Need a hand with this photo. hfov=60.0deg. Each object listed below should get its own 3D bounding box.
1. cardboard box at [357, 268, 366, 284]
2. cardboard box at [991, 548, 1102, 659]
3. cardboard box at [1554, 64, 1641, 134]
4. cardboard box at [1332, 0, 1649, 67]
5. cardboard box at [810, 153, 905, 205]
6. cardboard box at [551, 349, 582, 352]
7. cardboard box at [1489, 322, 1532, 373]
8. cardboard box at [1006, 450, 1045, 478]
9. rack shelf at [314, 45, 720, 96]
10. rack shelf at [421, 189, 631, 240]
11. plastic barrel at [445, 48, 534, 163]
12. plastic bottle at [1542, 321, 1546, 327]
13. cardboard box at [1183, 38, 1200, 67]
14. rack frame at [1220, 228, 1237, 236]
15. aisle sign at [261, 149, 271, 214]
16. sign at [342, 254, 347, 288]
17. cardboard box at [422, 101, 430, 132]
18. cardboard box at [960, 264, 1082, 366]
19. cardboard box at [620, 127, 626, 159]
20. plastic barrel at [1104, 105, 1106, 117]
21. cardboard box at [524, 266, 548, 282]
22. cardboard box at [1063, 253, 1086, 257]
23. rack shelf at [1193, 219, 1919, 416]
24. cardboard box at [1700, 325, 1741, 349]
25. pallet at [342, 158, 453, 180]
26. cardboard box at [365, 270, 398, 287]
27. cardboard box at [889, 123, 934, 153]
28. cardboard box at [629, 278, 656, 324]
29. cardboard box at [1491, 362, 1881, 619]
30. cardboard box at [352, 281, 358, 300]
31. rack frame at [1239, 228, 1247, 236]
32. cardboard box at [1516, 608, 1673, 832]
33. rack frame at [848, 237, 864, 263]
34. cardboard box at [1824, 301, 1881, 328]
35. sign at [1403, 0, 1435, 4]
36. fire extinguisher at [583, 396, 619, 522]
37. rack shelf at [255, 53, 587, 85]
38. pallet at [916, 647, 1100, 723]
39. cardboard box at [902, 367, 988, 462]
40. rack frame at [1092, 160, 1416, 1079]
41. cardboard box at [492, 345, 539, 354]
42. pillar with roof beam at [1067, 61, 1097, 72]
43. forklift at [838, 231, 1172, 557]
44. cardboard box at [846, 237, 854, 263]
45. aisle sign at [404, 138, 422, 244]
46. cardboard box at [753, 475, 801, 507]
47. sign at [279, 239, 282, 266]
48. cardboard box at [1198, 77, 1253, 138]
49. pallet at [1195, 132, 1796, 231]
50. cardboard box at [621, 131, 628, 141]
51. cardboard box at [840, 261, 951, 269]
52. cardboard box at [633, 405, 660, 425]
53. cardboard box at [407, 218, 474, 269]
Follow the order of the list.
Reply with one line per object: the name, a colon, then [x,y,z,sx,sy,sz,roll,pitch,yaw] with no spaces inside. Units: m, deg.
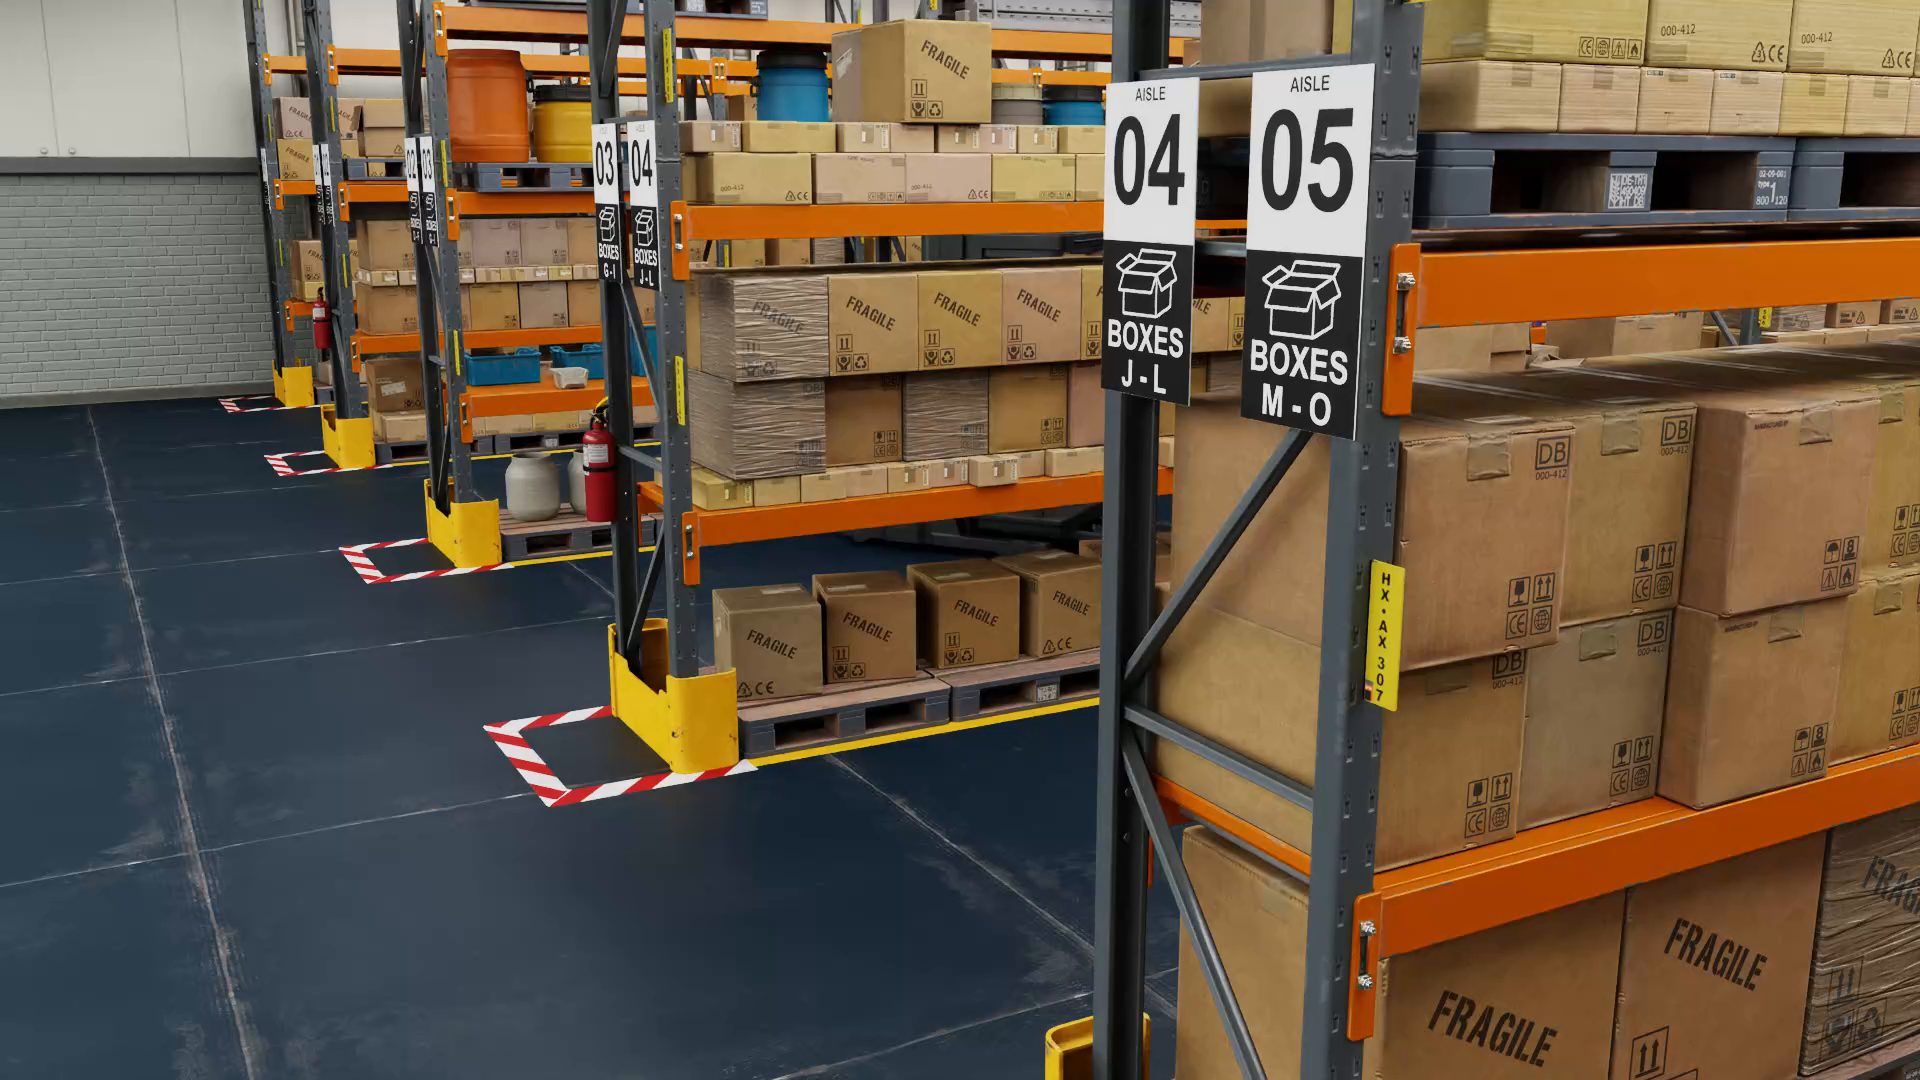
cardboard box: [-6.108,-2.753,17.305,0.250,0.149,0.380,-7,15,-29]
cardboard box: [0.526,0.369,9.875,0.500,0.500,0.500,-8,15,-33]
cardboard box: [1.357,-1.031,3.913,0.250,0.149,0.380,-7,14,-27]
cardboard box: [1.226,-1.225,3.870,0.500,0.250,0.500,-7,14,-28]
cardboard box: [-0.612,-1.848,8.499,0.500,0.250,0.500,-7,15,-29]
cardboard box: [-4.275,-1.867,18.673,0.500,0.500,0.500,-7,14,-28]
cardboard box: [3.380,-1.278,11.263,0.637,0.503,0.797,-5,14,-22]
cardboard box: [0.275,-0.454,9.366,0.250,0.149,0.380,-7,14,-28]
rack shelf: [-4.596,-4.902,17.445,4.000,0.370,1.077,-7,14,-28]
rack shelf: [-2.226,-2.679,13.487,4.000,0.370,1.077,-7,14,-28]
plastic barrel: [-3.616,-3.309,12.716,0.708,0.830,0.600,-7,14,-28]
plastic bottle: [6.272,-2.400,17.895,0.097,0.201,0.097,0,13,0]
cardboard box: [1.630,-2.627,9.574,0.500,0.500,0.500,-7,15,-30]
rack frame: [1.903,-0.822,10.431,0.127,3.000,1.000,-7,14,-28]
aisle sign: [-8.648,-4.468,20.710,0.004,0.787,0.394,-7,14,-28]
sign: [-6.091,-2.664,16.464,0.005,0.325,0.100,-7,14,-28]
cardboard box: [-7.113,-5.529,21.964,0.500,0.500,0.500,-7,14,-28]
cardboard box: [0.321,-1.246,9.133,0.500,0.500,0.500,-7,14,-28]
cardboard box: [-4.699,-5.445,22.956,0.500,0.500,0.500,-5,13,-20]
plastic barrel: [1.641,-3.757,15.662,0.708,0.830,0.600,-7,14,-28]
cardboard box: [-4.554,-2.838,17.680,0.250,0.149,0.380,-7,14,-27]
cardboard box: [1.169,-3.494,21.119,0.700,0.500,0.500,11,17,41]
rack shelf: [2.435,-0.758,4.951,4.000,0.370,1.077,-7,14,-28]
cardboard box: [5.728,-1.392,12.733,0.500,0.500,0.500,-6,14,-26]
pallet: [-5.719,-3.801,17.035,1.213,0.211,1.003,-7,14,-28]
cardboard box: [-5.904,-2.676,16.963,0.250,0.149,0.380,-7,14,-28]
cardboard box: [-0.331,-2.069,8.573,0.250,0.149,0.380,-7,14,-28]
cardboard box: [-3.687,-2.676,18.440,0.500,0.500,0.700,-7,14,-28]
cardboard box: [2.019,-0.175,4.753,0.550,0.550,0.875,-7,14,-28]
cardboard box: [-7.699,-3.249,21.511,0.500,0.250,0.500,-7,15,-30]
rack frame: [3.040,-2.198,16.542,0.127,3.000,1.000,-7,14,-28]
cardboard box: [1.456,0.382,4.738,0.550,0.550,0.875,-7,14,-28]
rack frame: [-1.707,-4.107,25.026,0.127,3.000,1.000,-7,14,-28]
cardboard box: [6.636,-1.923,12.810,0.637,0.503,0.797,-6,14,-27]
sign: [0.940,-1.256,3.355,0.005,0.325,0.100,-7,14,-28]
fire extinguisher: [-1.930,-0.440,8.911,0.183,0.674,0.296,-7,14,-28]
rack shelf: [-6.973,-6.050,21.642,4.000,0.370,1.077,-7,14,-28]
pallet: [0.258,0.745,9.819,1.213,0.211,1.003,-7,14,-28]
cardboard box: [-0.271,-0.768,9.284,0.500,0.500,0.875,-7,14,-28]
rack frame: [0.679,0.565,4.267,0.127,3.000,1.000,-7,14,-28]
cardboard box: [-6.109,-2.564,22.863,0.500,0.500,0.500,-8,15,-32]
pillar with roof beam: [4.067,-6.865,23.618,0.400,9.000,9.100,-7,14,-28]
forklift: [0.569,-1.374,13.037,3.031,2.935,1.130,6,14,24]
cardboard box: [-1.418,-4.411,25.426,0.500,0.500,0.500,-7,14,-28]
aisle sign: [-4.187,-2.674,12.738,0.004,0.787,0.394,-7,14,-28]
cardboard box: [-1.015,-0.286,8.618,0.250,0.149,0.380,-7,14,-28]
sign: [-8.468,-3.583,20.726,0.005,0.325,0.100,-7,14,-28]
cardboard box: [0.809,-1.130,4.353,0.250,0.149,0.380,-7,14,-28]
pallet: [1.326,-0.935,4.303,1.213,0.211,1.003,-7,14,-28]
cardboard box: [-3.883,-4.366,18.273,0.500,0.311,0.500,-8,15,-31]
cardboard box: [-0.368,-1.294,9.347,0.500,0.500,0.500,-7,14,-28]
cardboard box: [-3.587,-1.454,18.542,0.500,0.250,0.500,-7,14,-28]
cardboard box: [-5.430,-3.101,17.375,0.500,0.500,0.700,-7,15,-29]
